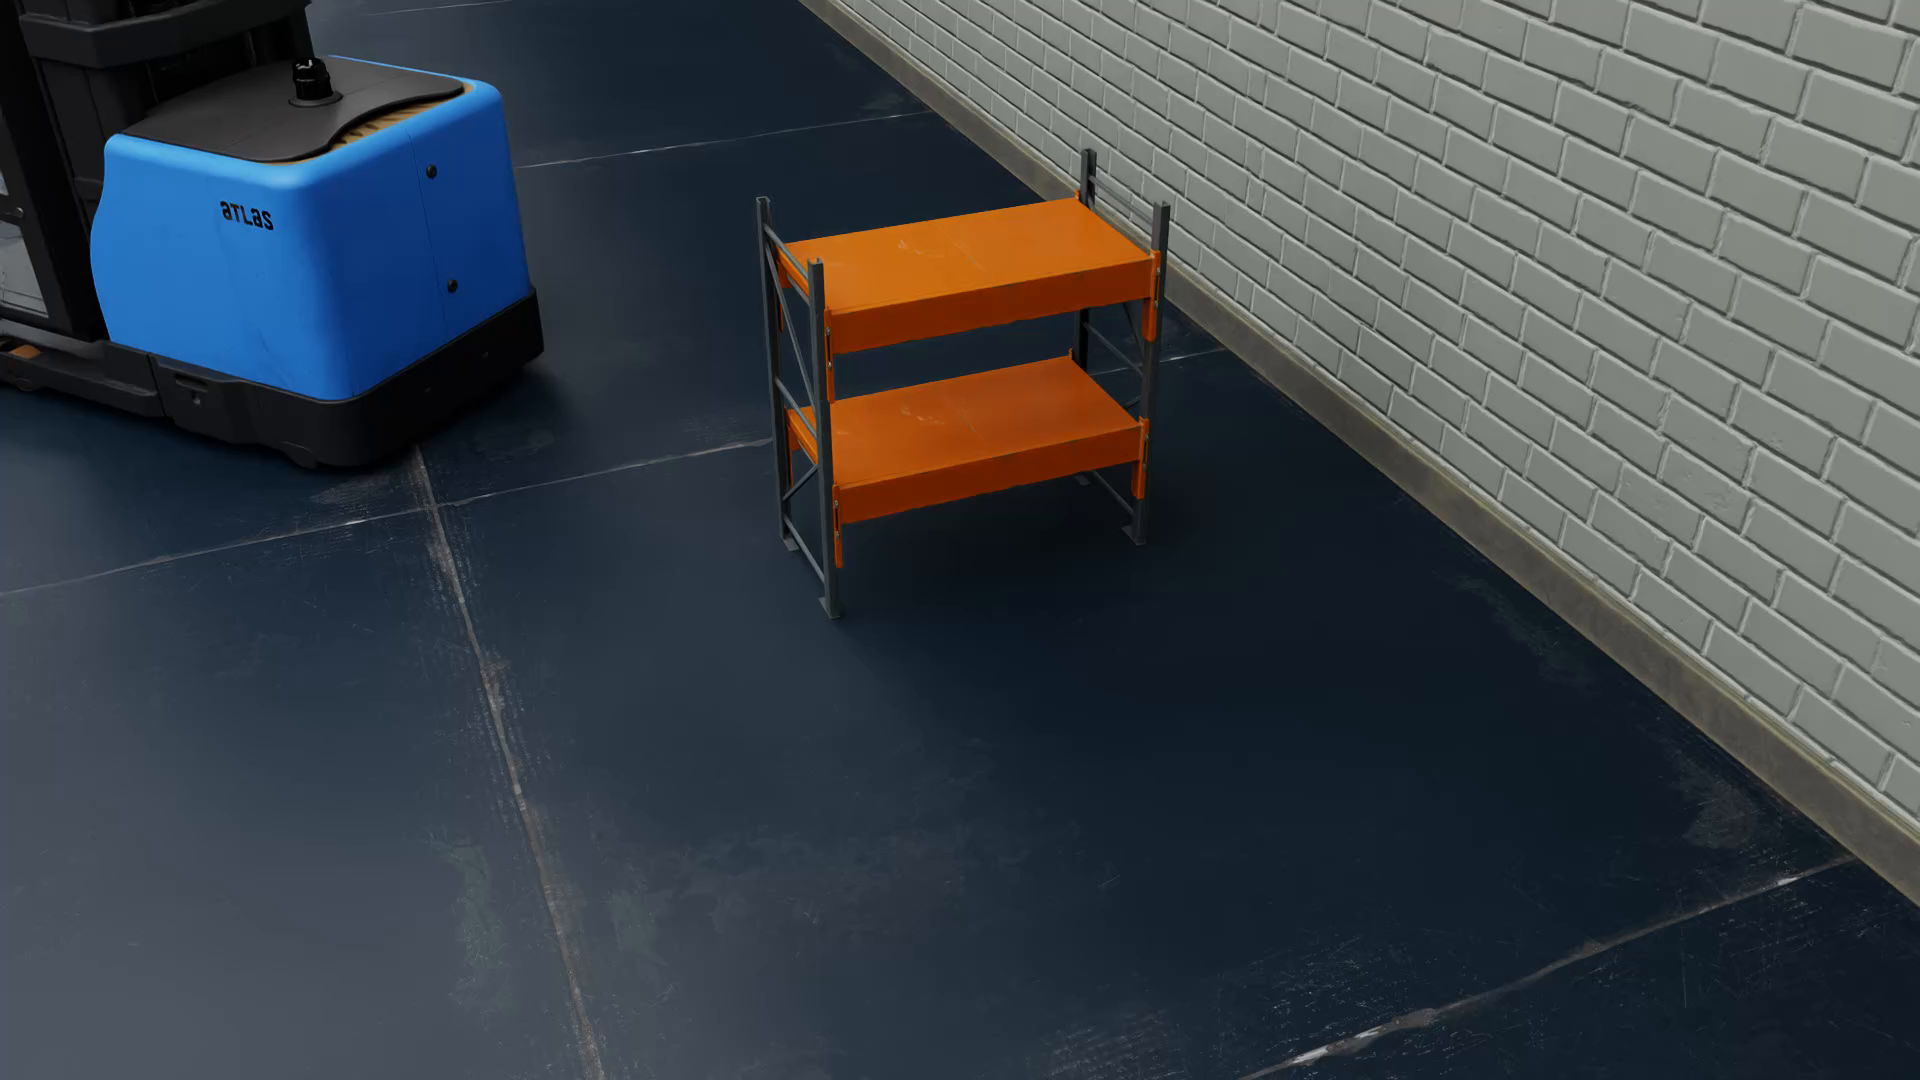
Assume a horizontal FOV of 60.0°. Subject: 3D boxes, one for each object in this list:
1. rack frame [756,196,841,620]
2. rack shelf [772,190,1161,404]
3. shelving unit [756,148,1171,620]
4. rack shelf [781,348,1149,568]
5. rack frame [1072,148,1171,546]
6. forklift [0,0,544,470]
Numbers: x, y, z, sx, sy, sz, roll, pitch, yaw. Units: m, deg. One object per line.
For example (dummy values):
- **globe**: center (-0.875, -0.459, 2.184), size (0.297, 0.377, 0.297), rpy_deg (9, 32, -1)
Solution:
- **rack frame**: center (-0.463, -0.366, 4.780), size (0.032, 1.125, 0.500), rpy_deg (-13, 35, -19)
- **rack shelf**: center (0.006, -0.718, 4.786), size (1.000, 0.278, 0.538), rpy_deg (-13, 35, -19)
- **shelving unit**: center (0.006, -0.473, 4.945), size (1.048, 1.125, 0.538), rpy_deg (-13, 35, -19)
- **rack shelf**: center (0.006, -0.268, 5.079), size (1.000, 0.278, 0.538), rpy_deg (-13, 35, -19)
- **rack frame**: center (0.475, -0.580, 5.110), size (0.032, 1.125, 0.500), rpy_deg (-13, 35, -19)
- **forklift**: center (-3.106, -2.012, 5.654), size (3.031, 2.935, 1.130), rpy_deg (15, 36, 22)
